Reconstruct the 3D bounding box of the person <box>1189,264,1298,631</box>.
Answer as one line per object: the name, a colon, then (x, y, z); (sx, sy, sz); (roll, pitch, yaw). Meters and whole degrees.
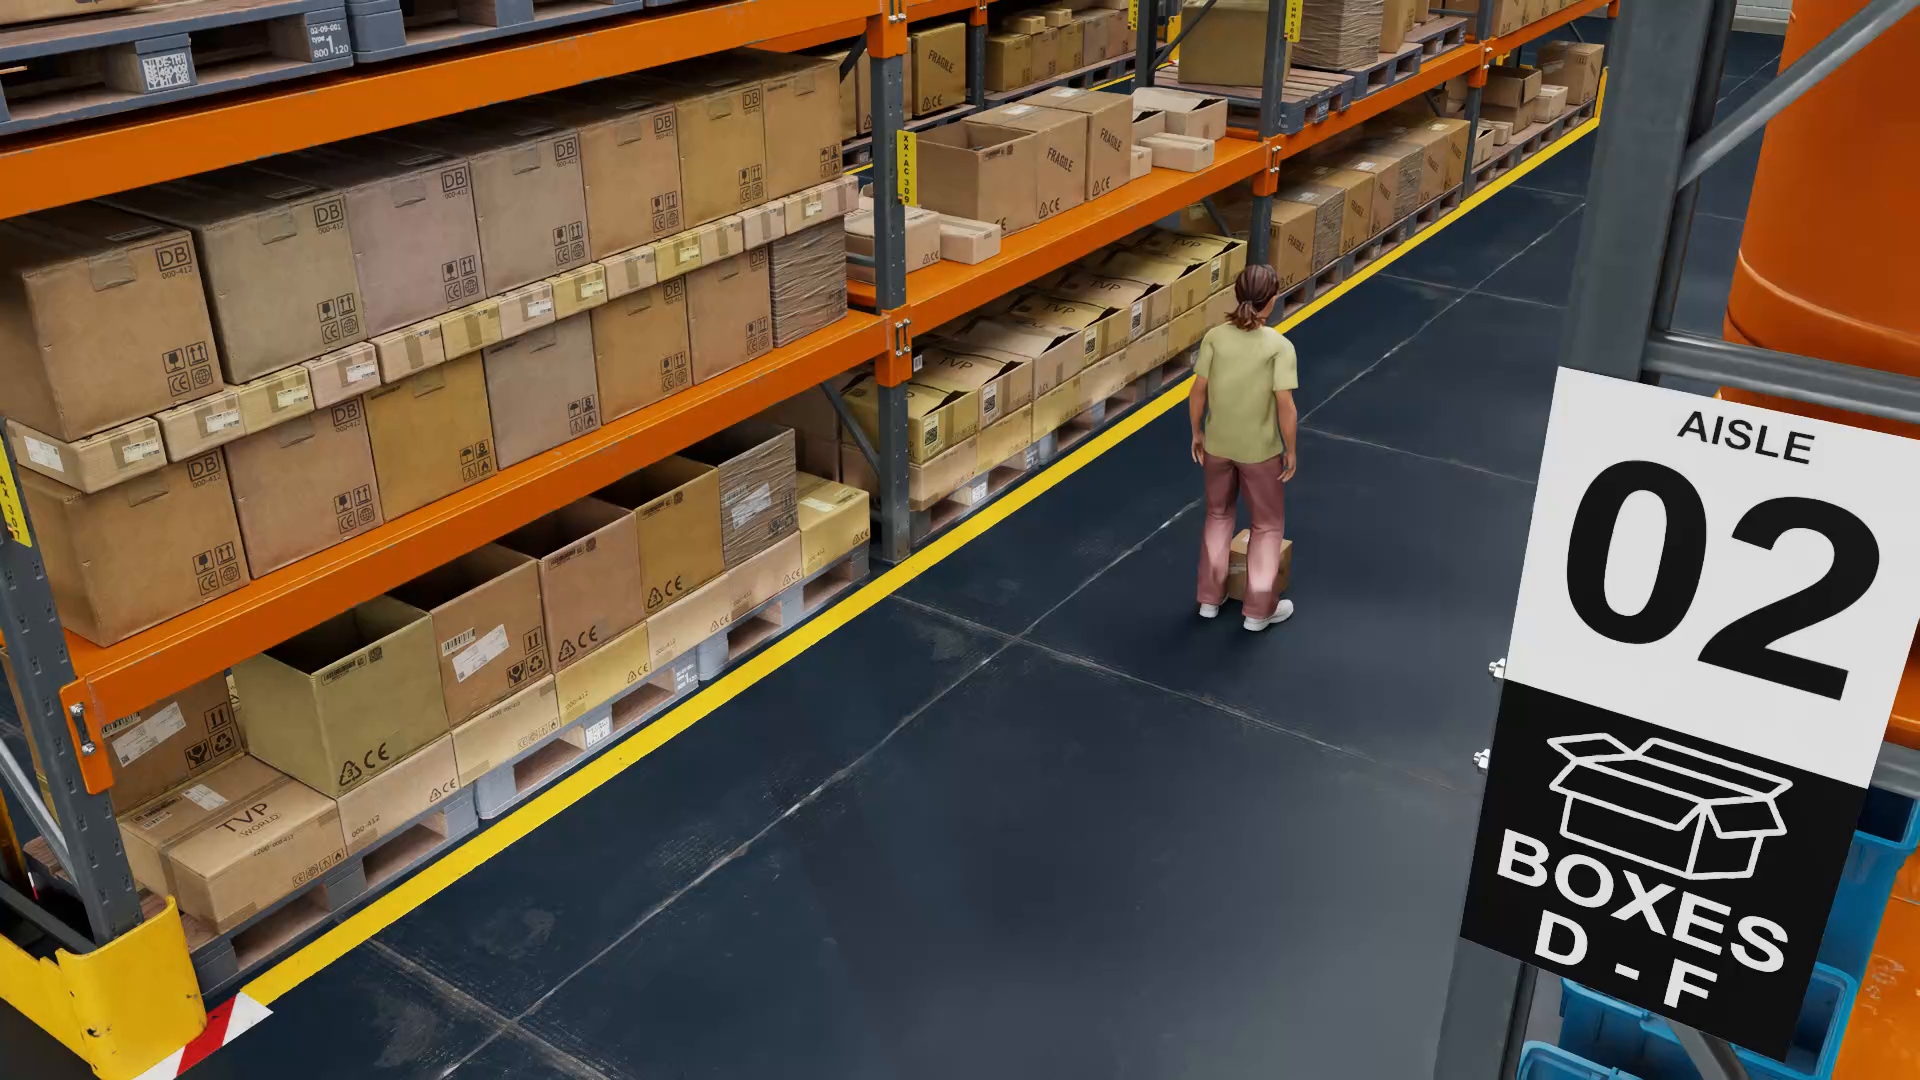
person: (1.272, -0.406, 7.415); (0.510, 1.671, 0.365); (16, 31, 28)
